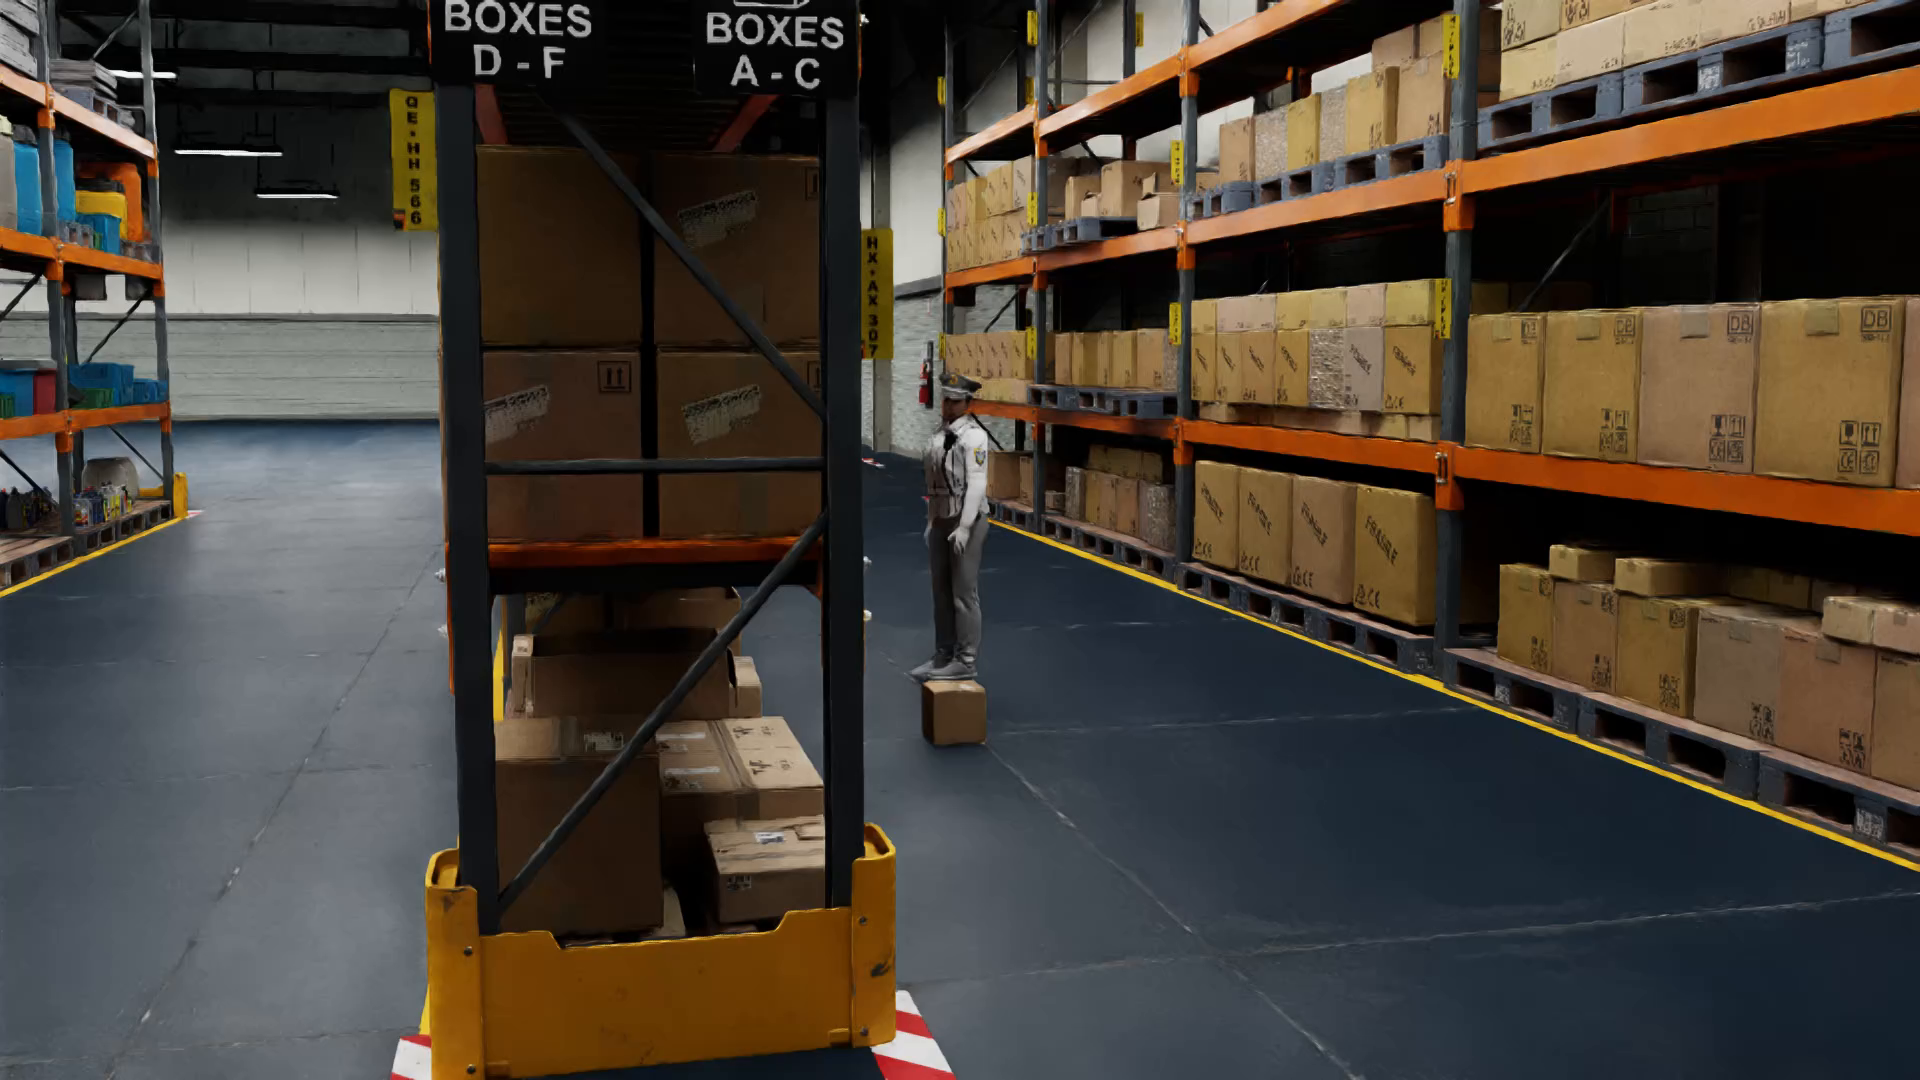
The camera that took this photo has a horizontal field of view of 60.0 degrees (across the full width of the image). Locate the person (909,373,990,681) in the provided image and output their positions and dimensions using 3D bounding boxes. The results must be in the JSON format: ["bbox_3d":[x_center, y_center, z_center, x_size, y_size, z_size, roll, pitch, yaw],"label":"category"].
[{"bbox_3d":[-0.040,-0.059,9.157,0.376,1.714,0.527,-4,7,-31],"label":"person"}]
